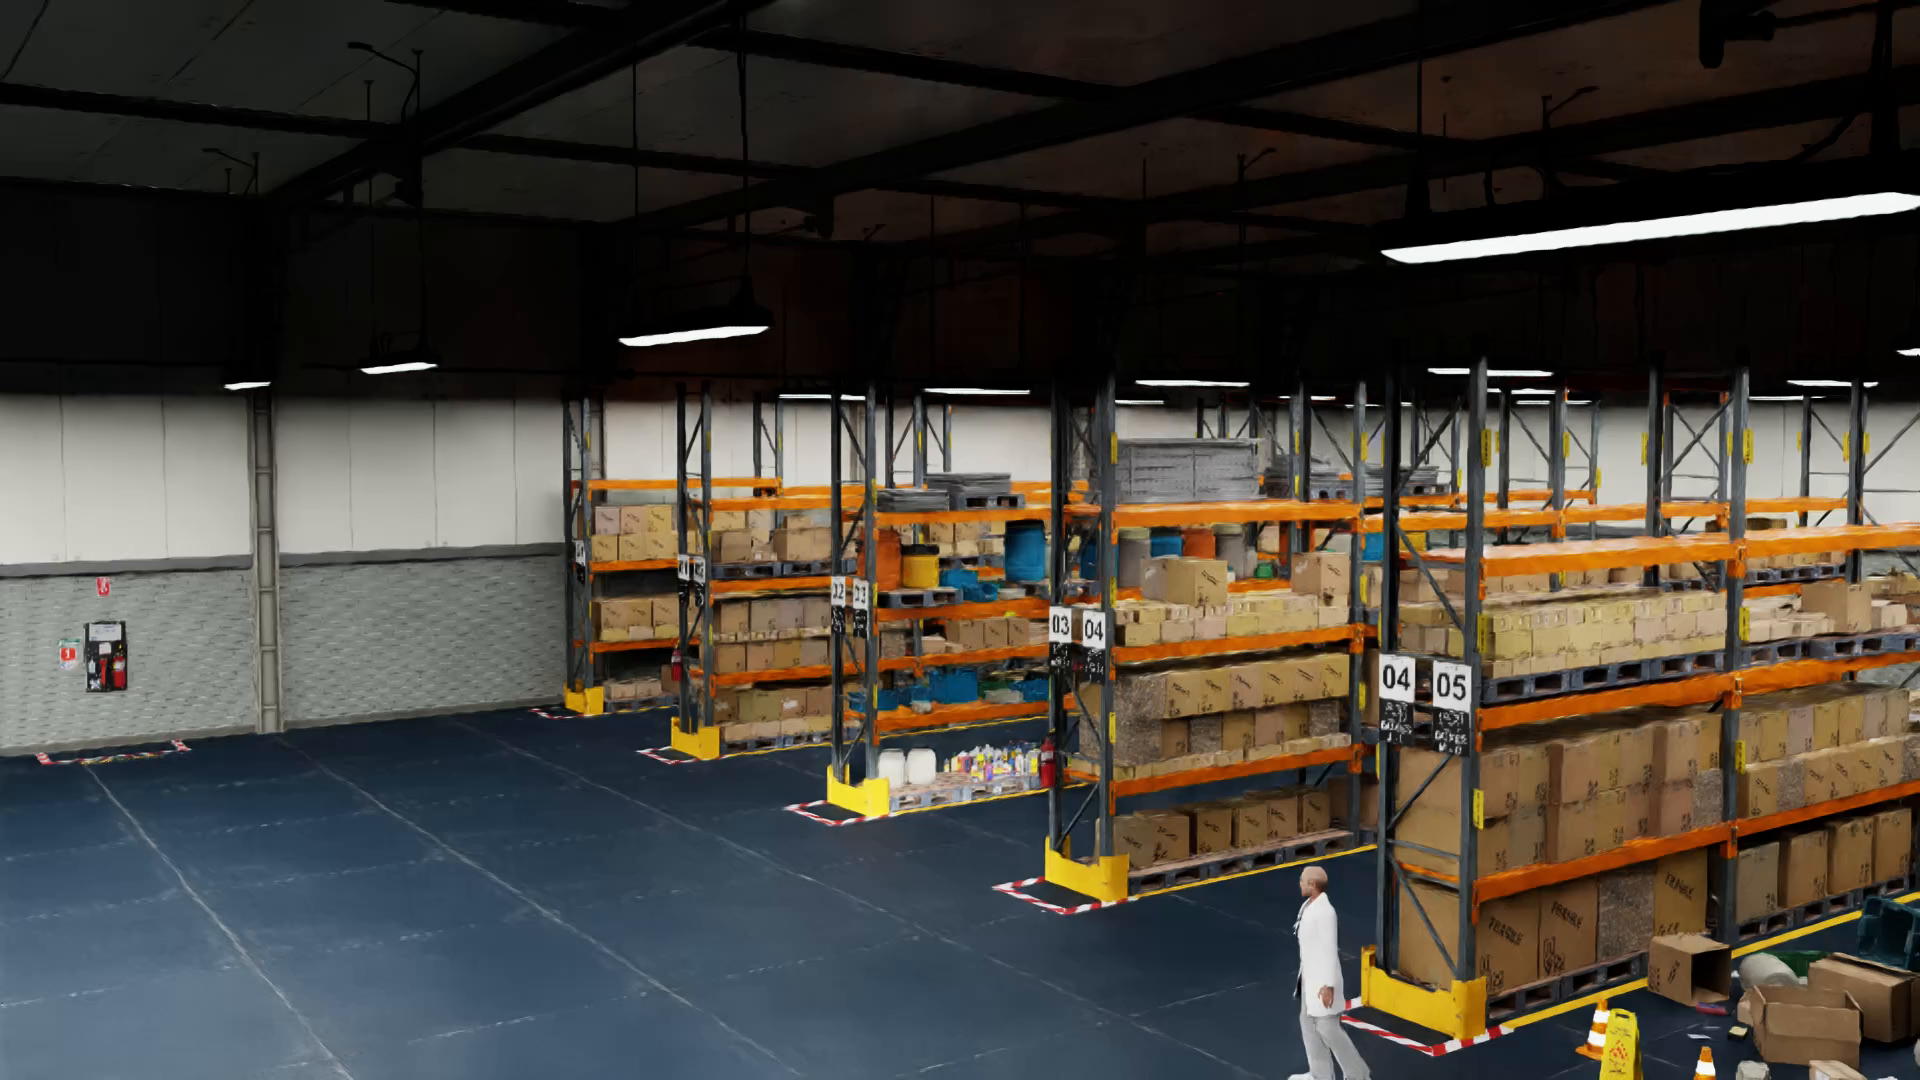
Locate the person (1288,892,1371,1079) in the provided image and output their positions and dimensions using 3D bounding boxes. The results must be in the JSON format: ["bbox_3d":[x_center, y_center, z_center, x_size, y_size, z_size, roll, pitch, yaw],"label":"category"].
[{"bbox_3d":[2.917,3.542,13.070,0.622,1.572,0.612,0,4,1],"label":"person"}]

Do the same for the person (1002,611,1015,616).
[{"bbox_3d":[1.016,1.807,32.622,0.477,0.885,0.690,-3,5,-36],"label":"person"}]
